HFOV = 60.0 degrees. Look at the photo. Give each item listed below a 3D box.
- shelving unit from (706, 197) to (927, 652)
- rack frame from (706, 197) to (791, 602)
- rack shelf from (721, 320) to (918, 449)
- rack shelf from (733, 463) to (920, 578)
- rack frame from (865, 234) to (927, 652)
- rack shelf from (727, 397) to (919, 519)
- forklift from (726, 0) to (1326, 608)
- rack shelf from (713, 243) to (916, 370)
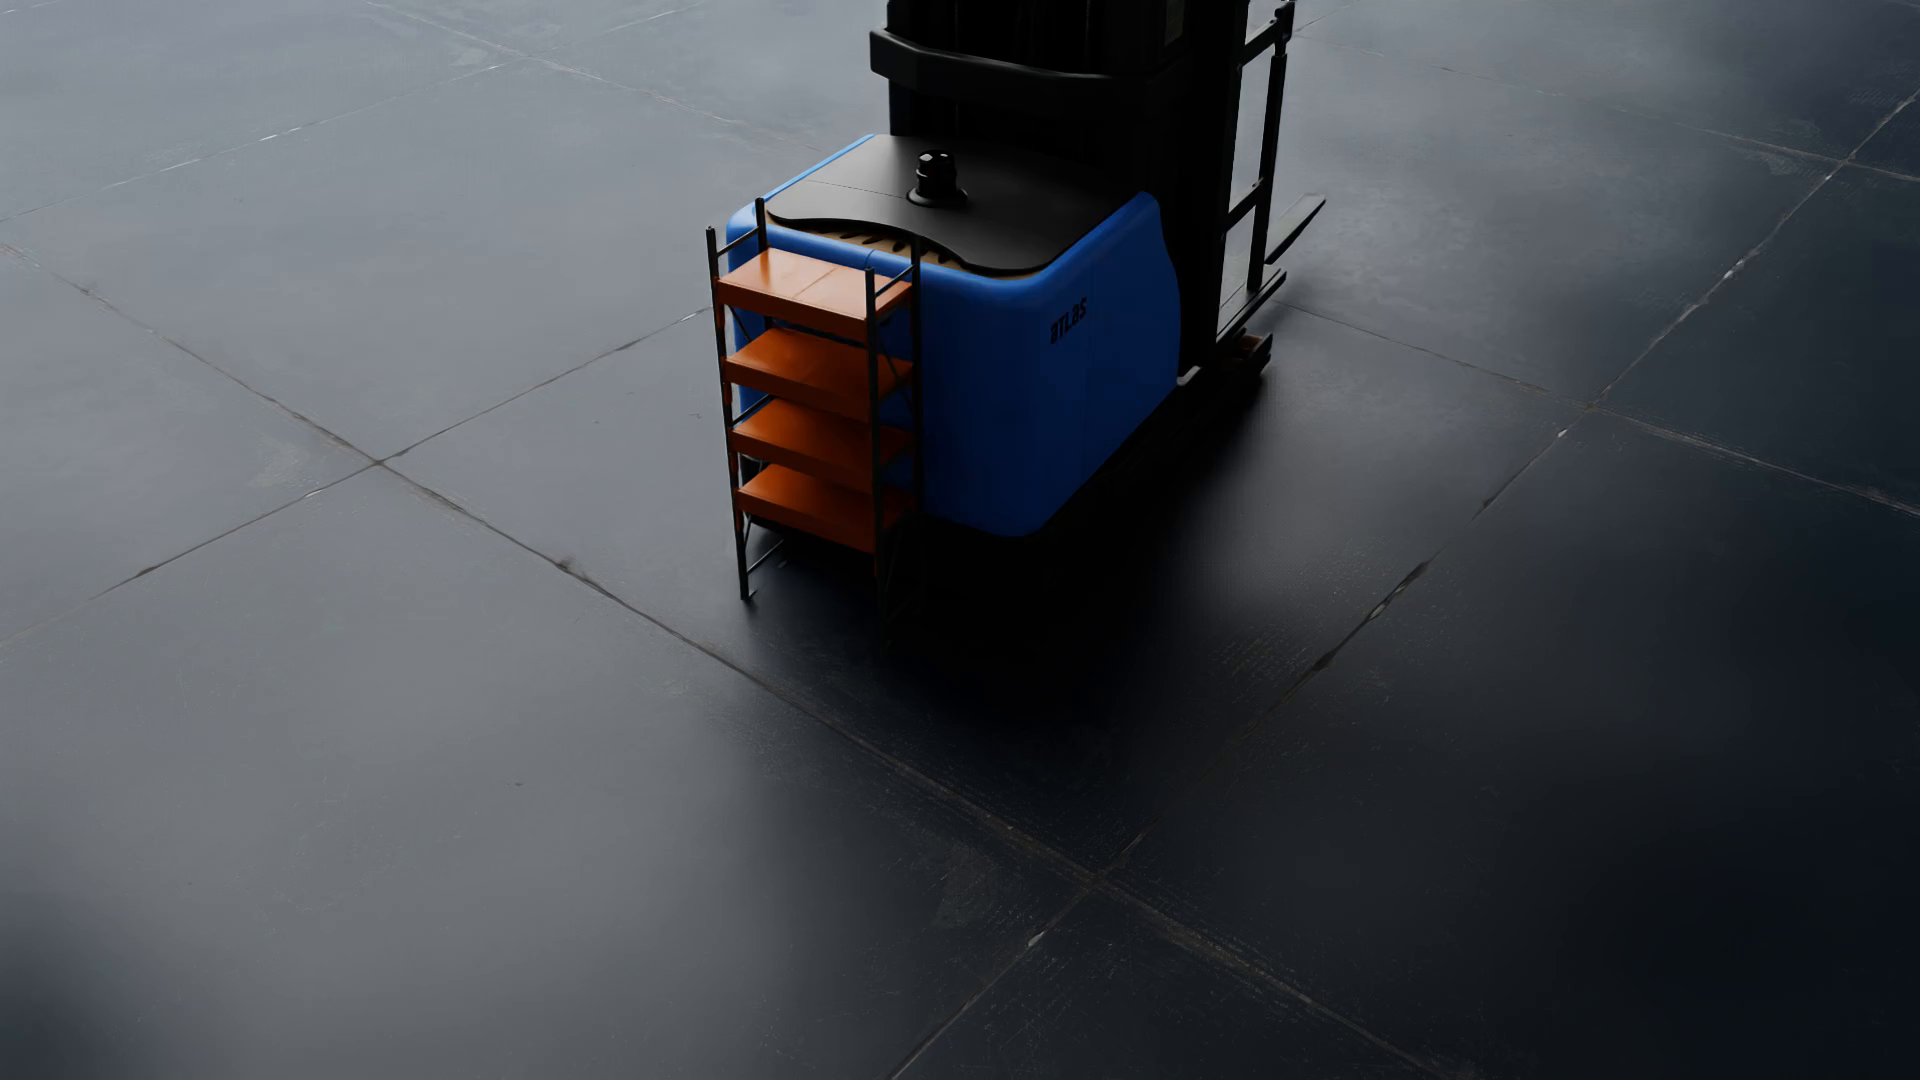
[{"bbox_3d":[-0.379,-0.301,4.627,0.503,1.200,0.258,18,39,24],"label":"shelving unit"},{"bbox_3d":[-0.591,-0.370,4.727,0.015,1.200,0.240,18,39,24],"label":"rack frame"},{"bbox_3d":[-0.380,-0.430,4.538,0.480,0.148,0.258,18,39,24],"label":"rack shelf"},{"bbox_3d":[-0.378,-0.083,4.779,0.480,0.148,0.258,18,39,24],"label":"rack shelf"},{"bbox_3d":[-0.167,-0.233,4.527,0.015,1.200,0.240,18,39,24],"label":"rack frame"},{"bbox_3d":[-0.379,-0.246,4.666,0.480,0.148,0.258,18,39,24],"label":"rack shelf"},{"bbox_3d":[0.488,-1.819,5.309,1.130,2.935,3.031,18,38,24],"label":"forklift"},{"bbox_3d":[-0.380,-0.624,4.403,0.480,0.148,0.258,18,39,24],"label":"rack shelf"}]
